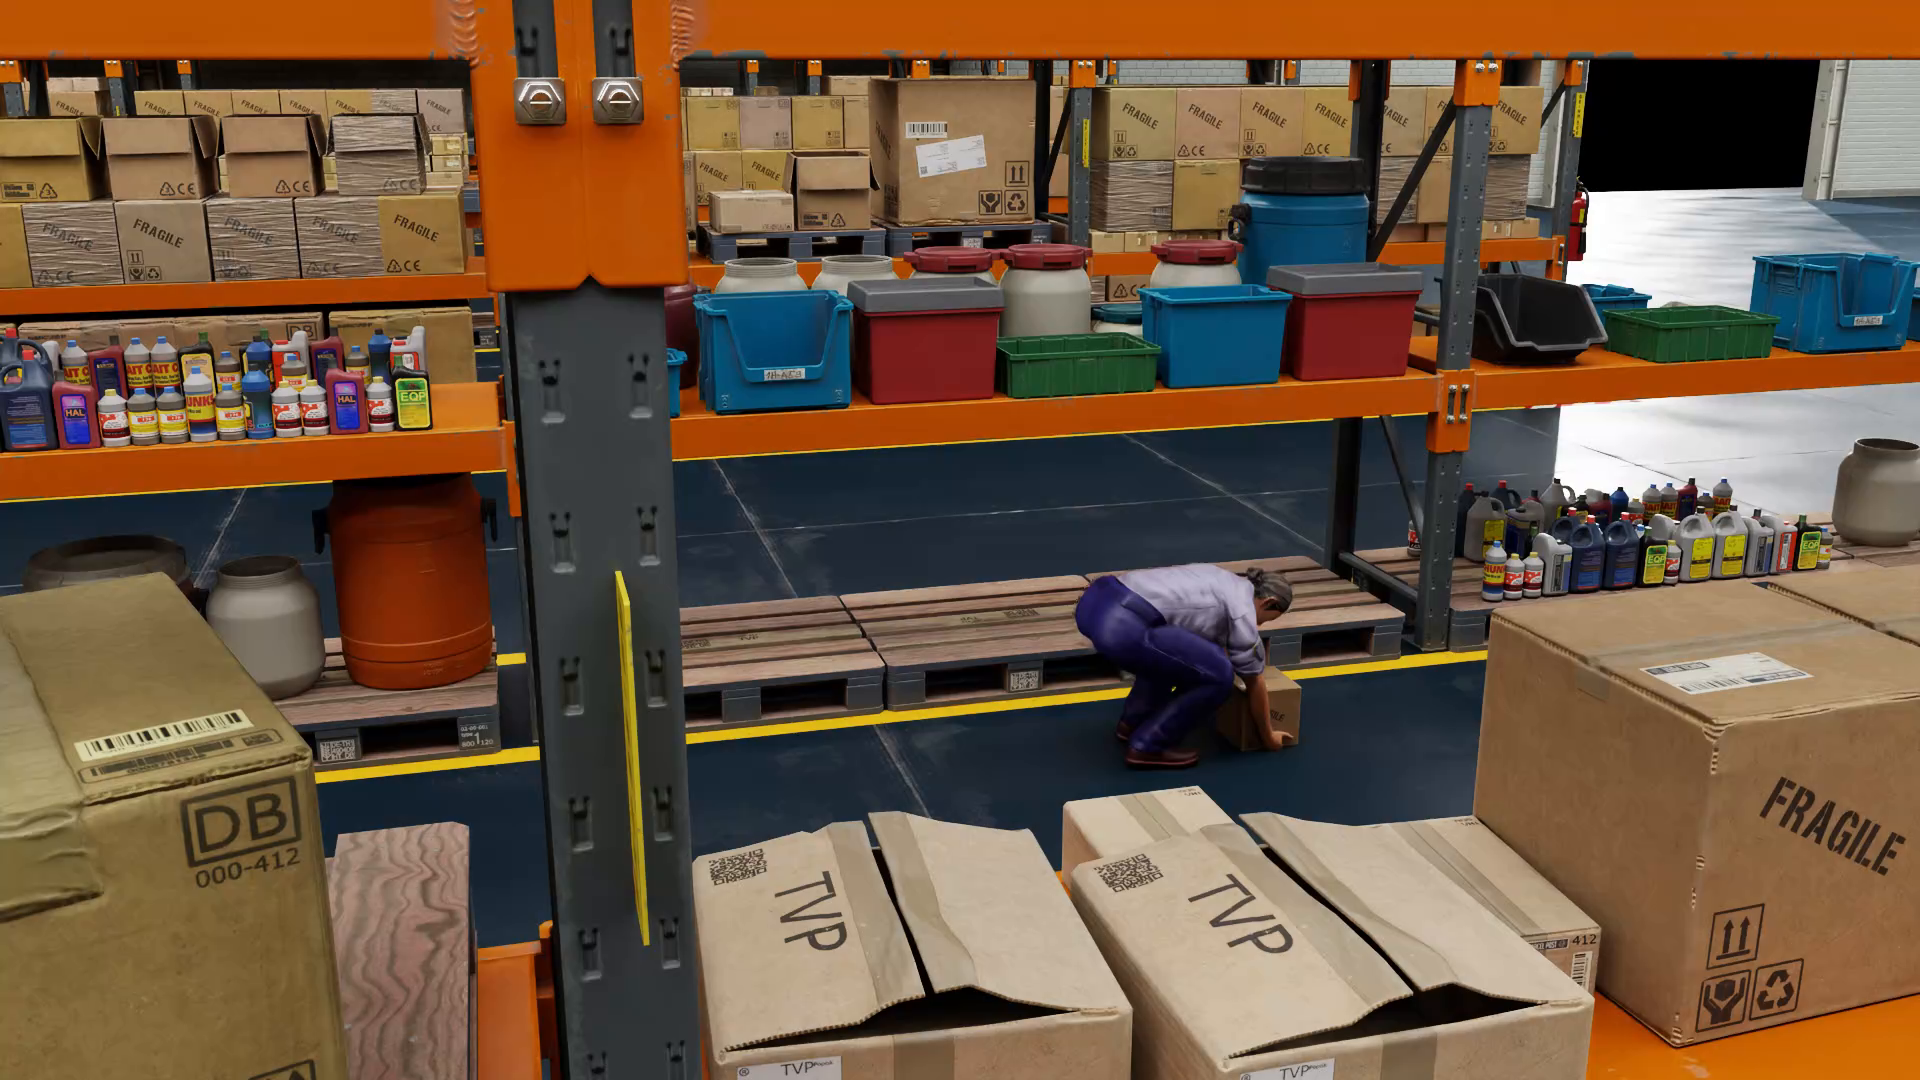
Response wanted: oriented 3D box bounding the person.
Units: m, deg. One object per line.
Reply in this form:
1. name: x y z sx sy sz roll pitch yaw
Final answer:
1. person: 0.898 0.478 6.563 0.905 0.759 0.504 -5 17 -17
